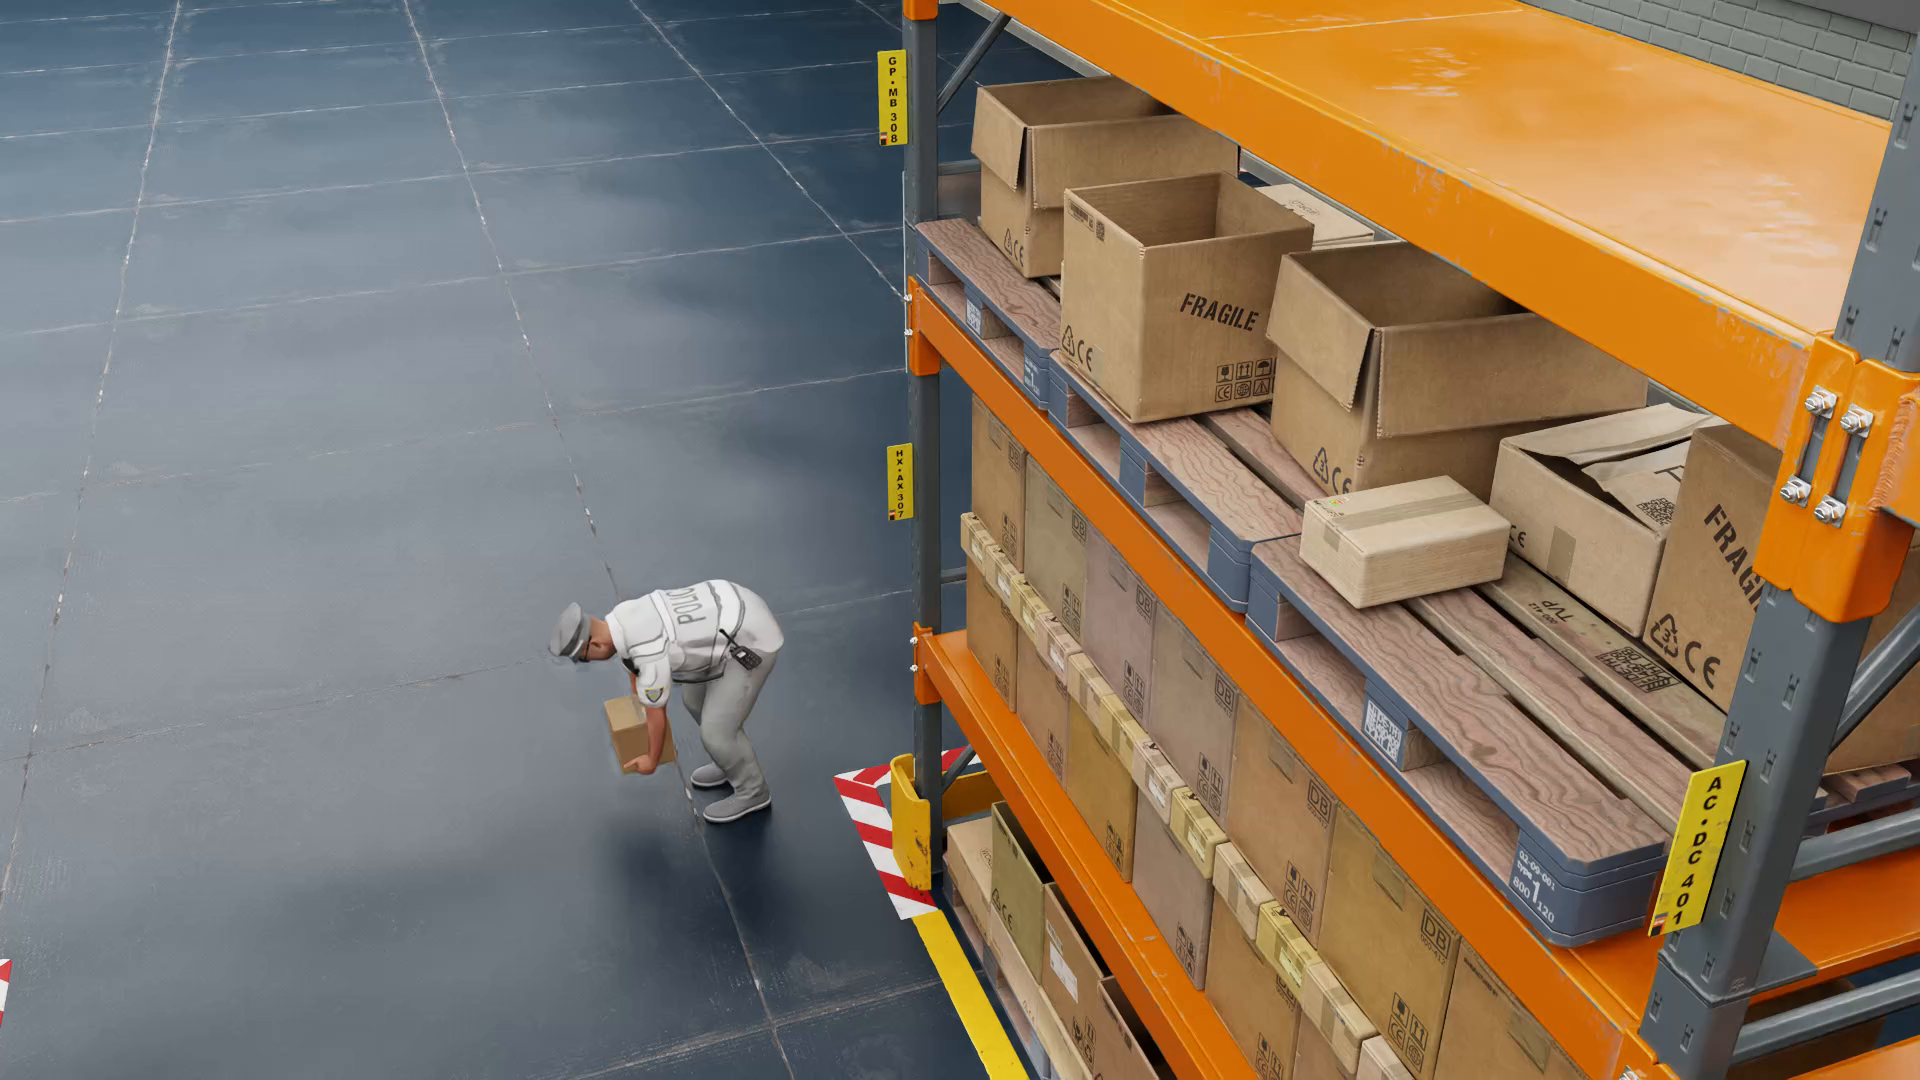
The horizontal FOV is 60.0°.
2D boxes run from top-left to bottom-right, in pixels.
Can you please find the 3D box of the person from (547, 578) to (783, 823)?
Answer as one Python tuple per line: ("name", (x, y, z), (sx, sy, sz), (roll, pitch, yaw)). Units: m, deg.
("person", (-1.314, 0.721, 7.593), (1.029, 1.243, 0.486), (-11, 32, -19))
